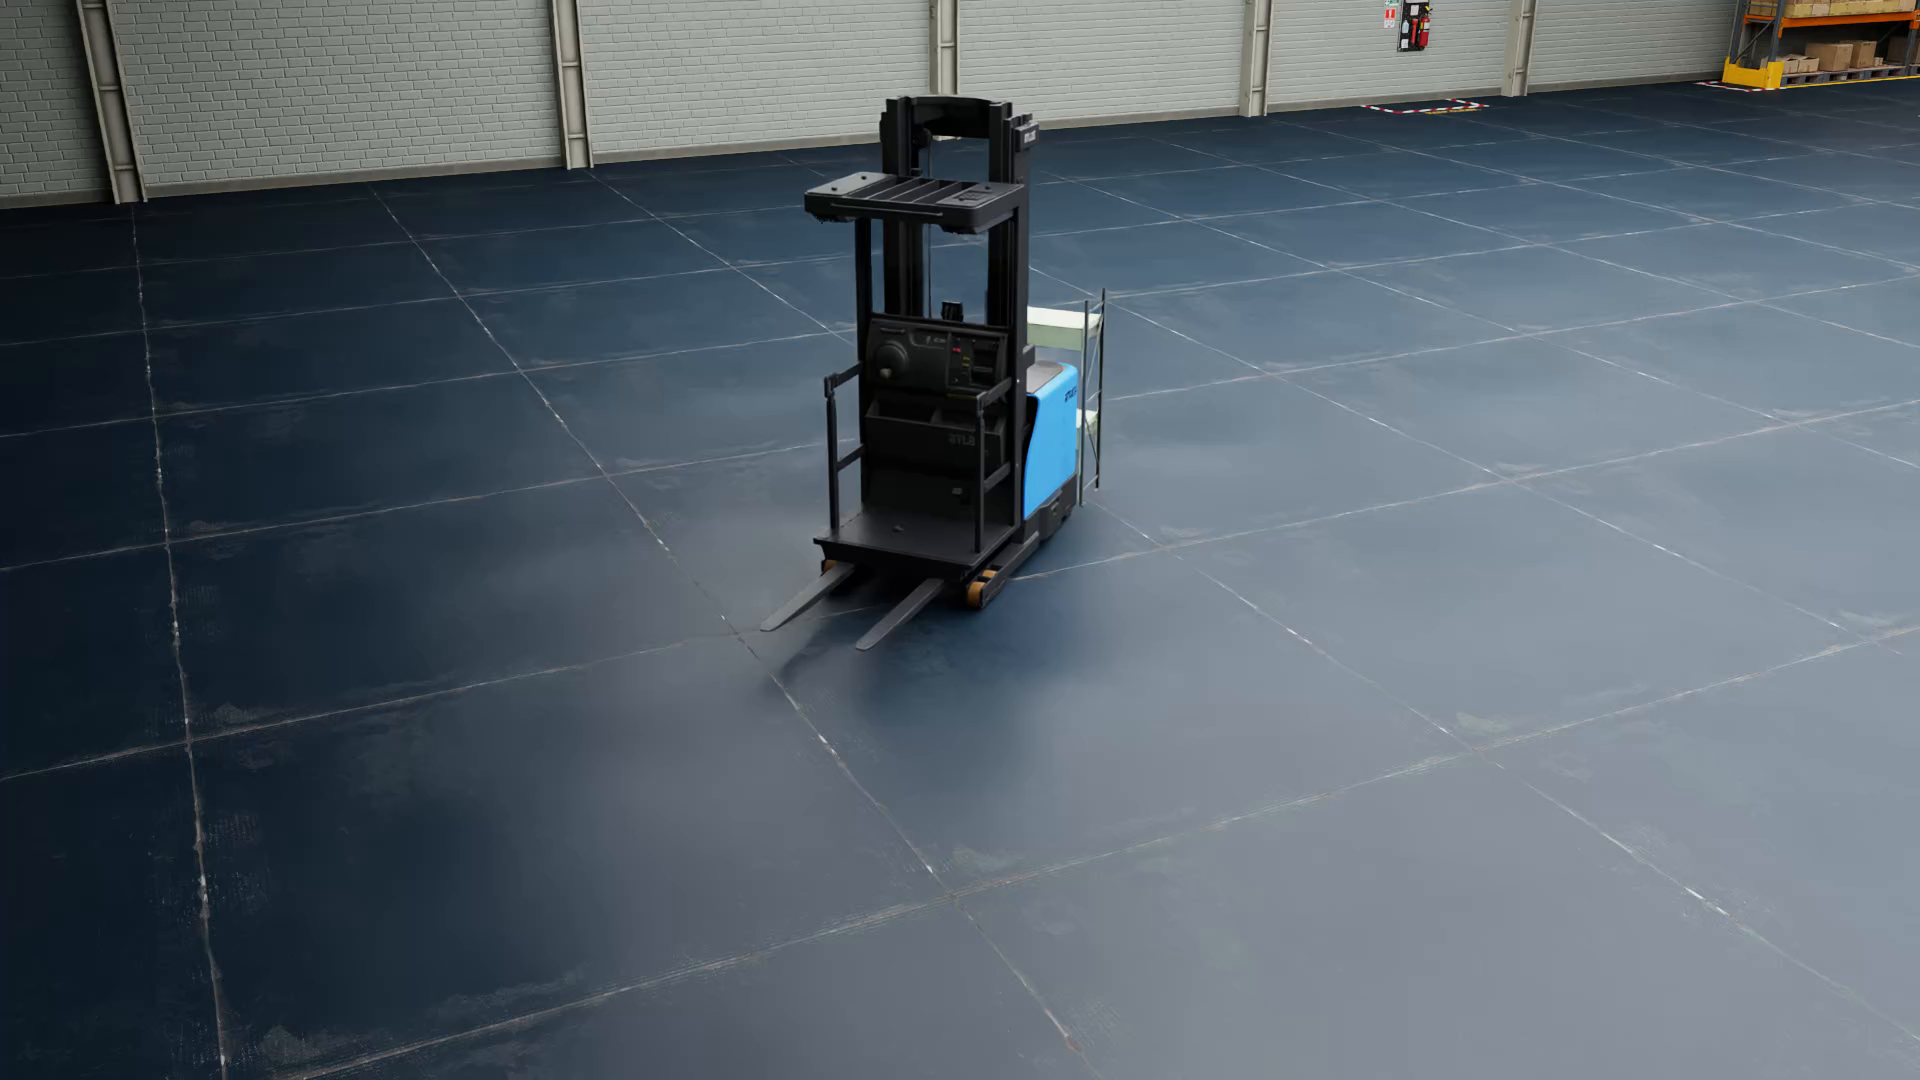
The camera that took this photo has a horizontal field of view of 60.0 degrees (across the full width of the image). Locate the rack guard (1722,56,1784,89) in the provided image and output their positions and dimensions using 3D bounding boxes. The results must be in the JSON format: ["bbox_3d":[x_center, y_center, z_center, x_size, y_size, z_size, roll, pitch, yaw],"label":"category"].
[{"bbox_3d":[15.792,-9.328,33.131,0.348,0.500,1.175,-10,25,-24],"label":"rack guard"}]

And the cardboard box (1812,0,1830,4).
[{"bbox_3d":[16.733,-10.811,32.634,0.500,0.500,0.500,-10,25,-23],"label":"cardboard box"}]

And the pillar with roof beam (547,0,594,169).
[{"bbox_3d":[-3.779,-8.192,19.274,0.400,9.000,9.100,-10,25,-24],"label":"pillar with roof beam"}]

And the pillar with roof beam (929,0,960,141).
[{"bbox_3d":[1.627,-9.187,21.678,0.400,9.000,9.100,-10,25,-24],"label":"pillar with roof beam"}]

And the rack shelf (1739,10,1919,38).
[{"bbox_3d":[17.525,-10.470,33.561,4.000,0.370,1.077,-10,25,-24],"label":"rack shelf"}]

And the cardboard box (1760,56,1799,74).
[{"bbox_3d":[16.386,-9.515,33.254,0.500,0.311,0.500,-14,26,-30],"label":"cardboard box"}]

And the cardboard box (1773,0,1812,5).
[{"bbox_3d":[16.284,-10.732,32.445,0.500,0.500,0.500,-10,25,-24],"label":"cardboard box"}]

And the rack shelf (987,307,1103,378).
[{"bbox_3d":[0.597,-1.416,11.690,0.720,0.370,0.431,9,24,21],"label":"rack shelf"}]

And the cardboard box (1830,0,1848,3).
[{"bbox_3d":[17.202,-10.894,32.836,0.500,0.500,0.500,-11,25,-25],"label":"cardboard box"}]

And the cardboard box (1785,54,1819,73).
[{"bbox_3d":[16.899,-9.609,33.483,0.500,0.311,0.500,-8,24,-19],"label":"cardboard box"}]

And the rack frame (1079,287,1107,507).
[{"bbox_3d":[0.933,-1.000,11.706,0.023,1.500,0.400,9,24,21],"label":"rack frame"}]

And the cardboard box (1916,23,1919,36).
[{"bbox_3d":[20.379,-10.731,34.964,0.500,0.250,0.500,-11,25,-25],"label":"cardboard box"}]

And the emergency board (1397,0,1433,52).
[{"bbox_3d":[8.329,-9.492,30.260,0.643,1.169,0.194,-10,25,-24],"label":"emergency board"}]

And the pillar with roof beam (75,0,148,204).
[{"bbox_3d":[-9.186,-7.196,16.869,0.400,9.000,9.100,-10,25,-24],"label":"pillar with roof beam"}]

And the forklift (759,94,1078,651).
[{"bbox_3d":[-0.232,-1.120,10.122,1.130,2.935,3.031,9,24,22],"label":"forklift"}]

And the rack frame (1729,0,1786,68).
[{"bbox_3d":[15.723,-10.470,32.622,0.127,3.000,1.000,-10,25,-24],"label":"rack frame"}]

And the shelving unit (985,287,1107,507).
[{"bbox_3d":[0.597,-1.056,11.839,0.755,1.500,0.431,9,24,21],"label":"shelving unit"}]

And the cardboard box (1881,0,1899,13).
[{"bbox_3d":[18.580,-10.811,33.615,0.500,0.250,0.500,-10,25,-23],"label":"cardboard box"}]

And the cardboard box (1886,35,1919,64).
[{"bbox_3d":[19.984,-10.310,34.928,0.500,0.500,0.700,-10,24,-22],"label":"cardboard box"}]

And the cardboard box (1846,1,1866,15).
[{"bbox_3d":[17.680,-10.638,33.198,0.500,0.250,0.500,-10,25,-23],"label":"cardboard box"}]

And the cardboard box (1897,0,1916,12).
[{"bbox_3d":[19.032,-10.891,33.808,0.500,0.250,0.500,-10,25,-23],"label":"cardboard box"}]

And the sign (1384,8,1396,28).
[{"bbox_3d":[7.786,-9.453,30.117,0.234,0.329,0.001,-10,25,-24],"label":"sign"}]

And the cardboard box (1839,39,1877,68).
[{"bbox_3d":[18.410,-9.996,34.170,0.500,0.500,0.500,-12,26,-28],"label":"cardboard box"}]

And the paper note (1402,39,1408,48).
[{"bbox_3d":[8.140,-9.080,30.415,0.142,0.148,0.016,-10,25,-24],"label":"paper note"}]

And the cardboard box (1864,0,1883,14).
[{"bbox_3d":[18.133,-10.722,33.400,0.500,0.250,0.500,-11,25,-24],"label":"cardboard box"}]

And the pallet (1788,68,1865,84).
[{"bbox_3d":[17.637,-9.518,33.967,1.213,0.211,1.003,-10,25,-24],"label":"pallet"}]

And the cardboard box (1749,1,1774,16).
[{"bbox_3d":[16.060,-10.554,32.996,0.500,0.250,0.500,-10,25,-23],"label":"cardboard box"}]

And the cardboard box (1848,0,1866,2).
[{"bbox_3d":[17.662,-10.984,33.053,0.500,0.500,0.500,-10,24,-22],"label":"cardboard box"}]

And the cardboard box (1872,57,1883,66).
[{"bbox_3d":[18.858,-9.929,34.443,0.250,0.166,0.380,-14,26,-30],"label":"cardboard box"}]

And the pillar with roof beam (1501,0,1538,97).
[{"bbox_3d":[12.440,-11.177,26.487,0.400,9.000,9.100,-10,25,-24],"label":"pillar with roof beam"}]

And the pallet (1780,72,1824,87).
[{"bbox_3d":[16.539,-9.317,33.482,1.213,0.211,1.003,-10,25,-24],"label":"pallet"}]

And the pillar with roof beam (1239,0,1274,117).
[{"bbox_3d":[7.033,-10.182,24.082,0.400,9.000,9.100,-10,25,-24],"label":"pillar with roof beam"}]

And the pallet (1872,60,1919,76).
[{"bbox_3d":[20.028,-9.975,35.071,1.213,0.211,1.003,-10,25,-24],"label":"pallet"}]

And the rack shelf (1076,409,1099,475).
[{"bbox_3d":[0.597,-0.754,11.964,0.720,0.370,0.431,9,24,21],"label":"rack shelf"}]

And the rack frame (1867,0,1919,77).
[{"bbox_3d":[19.327,-11.134,34.225,0.127,3.000,1.000,-10,25,-24],"label":"rack frame"}]

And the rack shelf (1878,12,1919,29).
[{"bbox_3d":[21.130,-11.133,35.164,4.000,0.370,1.077,-10,25,-24],"label":"rack shelf"}]

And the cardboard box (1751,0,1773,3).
[{"bbox_3d":[16.056,-10.908,32.869,0.500,0.500,0.500,-11,25,-24],"label":"cardboard box"}]

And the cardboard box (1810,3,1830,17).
[{"bbox_3d":[16.762,-10.473,32.798,0.500,0.250,0.500,-11,25,-25],"label":"cardboard box"}]

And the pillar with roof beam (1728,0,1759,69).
[{"bbox_3d":[17.846,-12.173,28.891,0.400,9.000,9.100,-10,25,-24],"label":"pillar with roof beam"}]

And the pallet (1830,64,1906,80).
[{"bbox_3d":[18.738,-9.722,34.460,1.213,0.211,1.003,-10,25,-24],"label":"pallet"}]

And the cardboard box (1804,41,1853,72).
[{"bbox_3d":[17.582,-9.801,33.699,0.500,0.500,0.700,-12,25,-27],"label":"cardboard box"}]

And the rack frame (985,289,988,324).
[{"bbox_3d":[0.260,-1.111,11.972,0.023,1.500,0.400,9,24,21],"label":"rack frame"}]

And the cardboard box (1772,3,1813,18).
[{"bbox_3d":[16.301,-10.382,32.578,0.500,0.250,0.500,-11,25,-25],"label":"cardboard box"}]

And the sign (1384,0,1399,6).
[{"bbox_3d":[7.794,-9.695,30.010,0.331,0.109,0.001,-10,25,-24],"label":"sign"}]

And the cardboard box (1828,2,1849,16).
[{"bbox_3d":[17.224,-10.555,32.997,0.500,0.250,0.500,-11,25,-24],"label":"cardboard box"}]
